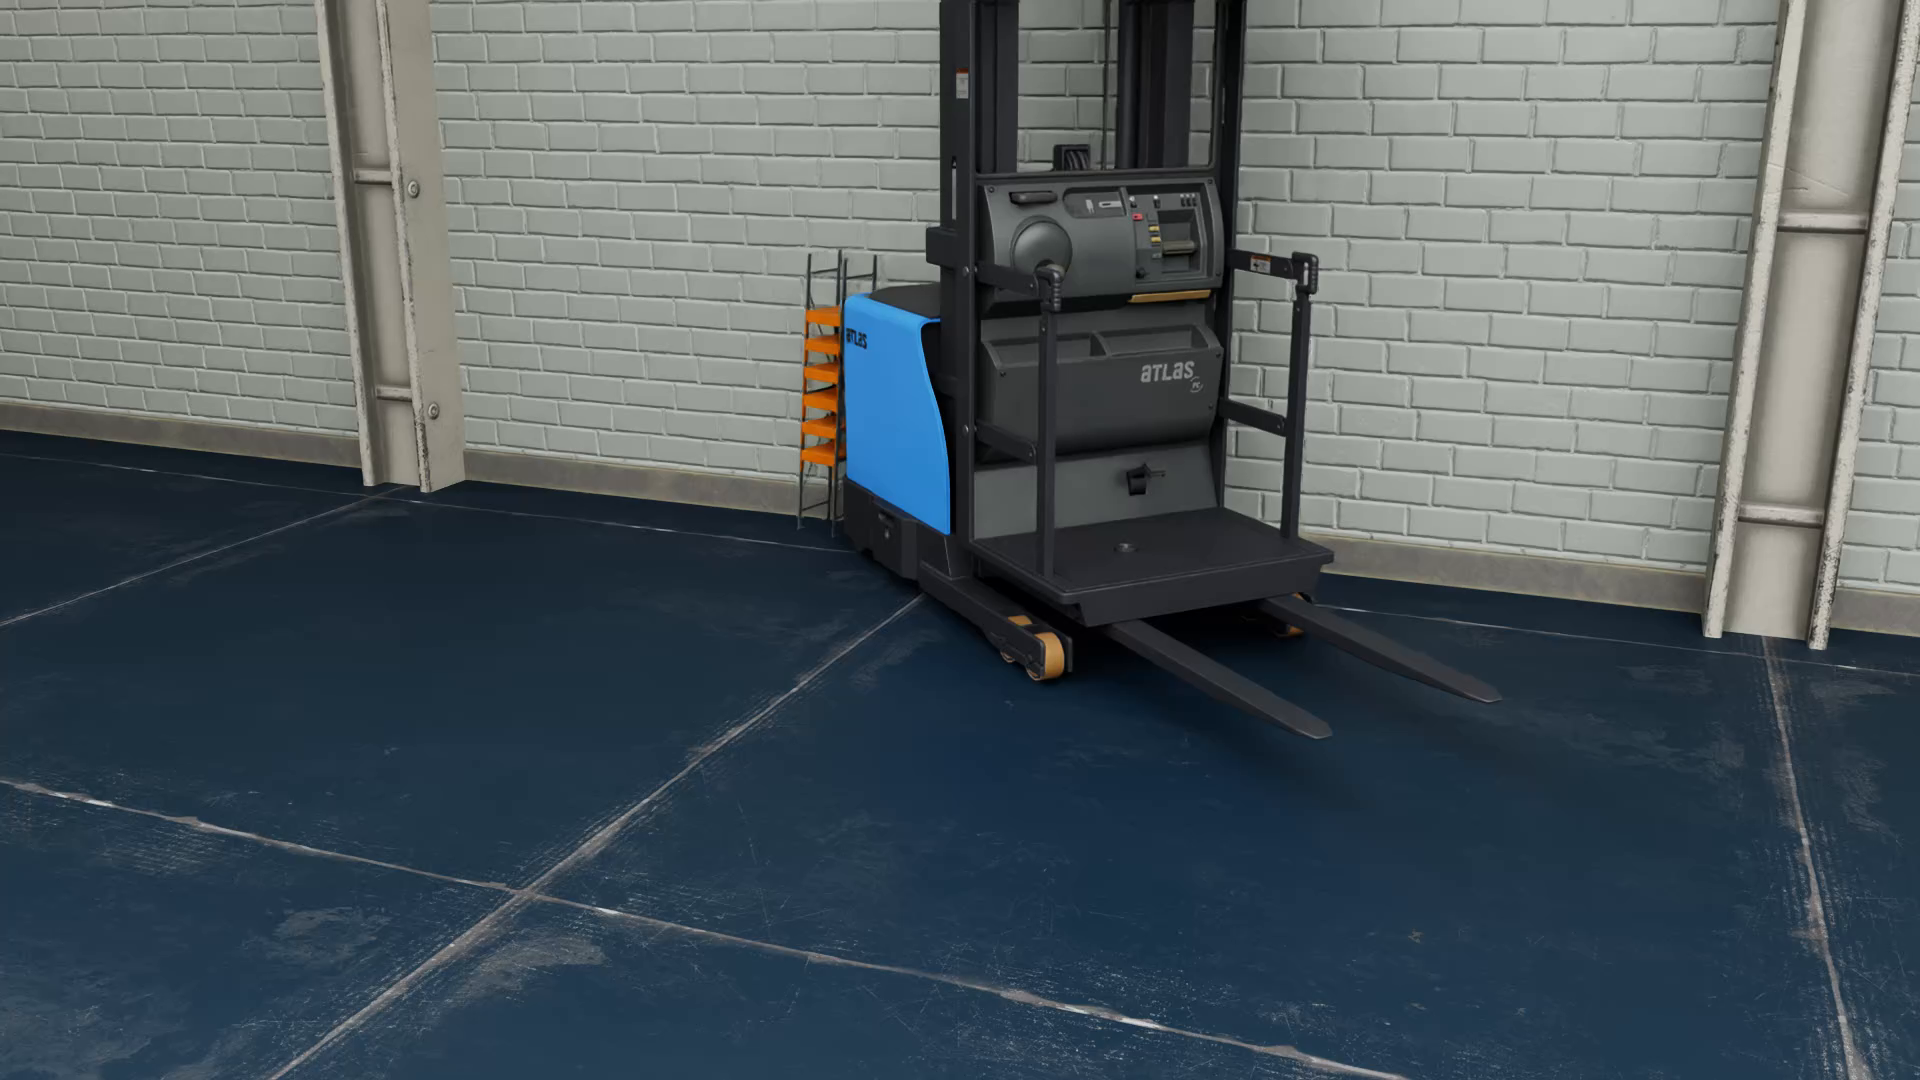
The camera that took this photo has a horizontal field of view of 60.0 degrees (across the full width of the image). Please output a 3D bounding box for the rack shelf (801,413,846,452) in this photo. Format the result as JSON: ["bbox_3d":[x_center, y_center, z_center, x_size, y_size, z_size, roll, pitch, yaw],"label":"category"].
[{"bbox_3d":[-0.540,-0.468,7.193,0.180,0.103,0.258,13,19,29],"label":"rack shelf"}]

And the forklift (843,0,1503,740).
[{"bbox_3d":[0.607,-1.075,5.618,1.130,2.935,3.031,-8,18,-25],"label":"forklift"}]

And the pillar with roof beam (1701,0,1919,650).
[{"bbox_3d":[1.335,-2.878,0.947,0.400,9.000,9.100,6,17,21],"label":"pillar with roof beam"}]

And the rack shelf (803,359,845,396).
[{"bbox_3d":[-0.525,-0.698,7.124,0.180,0.103,0.258,13,19,29],"label":"rack shelf"}]

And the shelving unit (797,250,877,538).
[{"bbox_3d":[-0.530,-0.625,7.146,0.189,1.200,0.258,13,19,29],"label":"shelving unit"}]

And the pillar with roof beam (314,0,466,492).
[{"bbox_3d":[-4.246,-3.492,3.061,0.400,9.000,9.100,6,17,21],"label":"pillar with roof beam"}]

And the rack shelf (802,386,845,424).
[{"bbox_3d":[-0.532,-0.583,7.159,0.180,0.103,0.258,13,19,29],"label":"rack shelf"}]

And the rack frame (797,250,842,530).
[{"bbox_3d":[-0.608,-0.644,7.190,0.006,1.200,0.240,13,19,29],"label":"rack frame"}]

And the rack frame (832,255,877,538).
[{"bbox_3d":[-0.452,-0.607,7.102,0.006,1.200,0.240,13,19,29],"label":"rack frame"}]

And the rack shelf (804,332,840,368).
[{"bbox_3d":[-0.517,-0.812,7.090,0.180,0.103,0.258,13,19,29],"label":"rack shelf"}]

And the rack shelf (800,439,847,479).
[{"bbox_3d":[-0.548,-0.353,7.227,0.180,0.103,0.258,13,19,29],"label":"rack shelf"}]

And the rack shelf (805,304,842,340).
[{"bbox_3d":[-0.510,-0.927,7.056,0.180,0.103,0.258,13,19,29],"label":"rack shelf"}]
